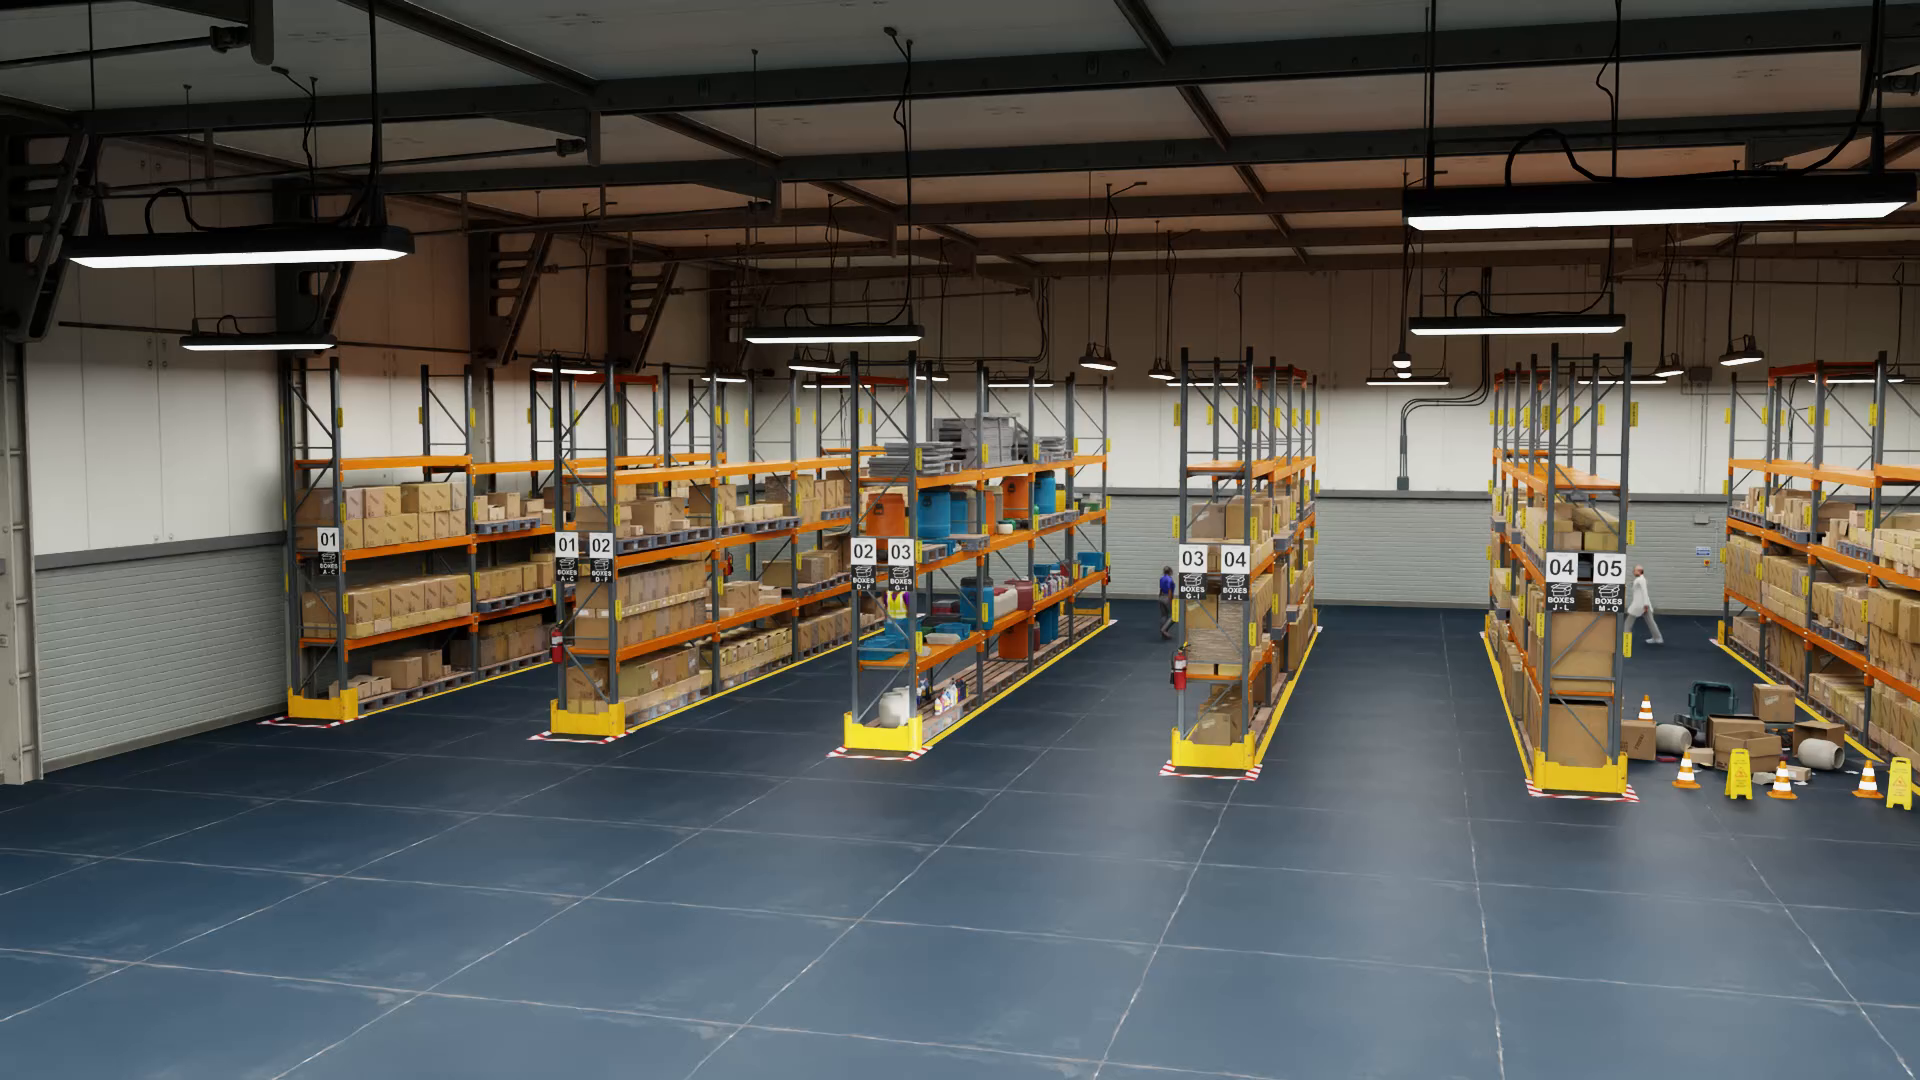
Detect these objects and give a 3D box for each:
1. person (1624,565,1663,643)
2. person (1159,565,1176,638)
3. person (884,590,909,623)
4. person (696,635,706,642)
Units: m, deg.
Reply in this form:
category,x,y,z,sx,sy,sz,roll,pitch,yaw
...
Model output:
category,x,y,z,sx,sy,sz,roll,pitch,yaw
person,15.068,1.413,36.892,0.542,1.710,1.122,-4,6,-43
person,4.670,1.407,37.743,0.450,1.657,0.520,-2,5,-26
person,-1.289,1.601,34.554,0.580,1.725,0.979,1,4,12
person,-5.438,1.623,34.440,0.529,1.661,1.069,1,4,18
